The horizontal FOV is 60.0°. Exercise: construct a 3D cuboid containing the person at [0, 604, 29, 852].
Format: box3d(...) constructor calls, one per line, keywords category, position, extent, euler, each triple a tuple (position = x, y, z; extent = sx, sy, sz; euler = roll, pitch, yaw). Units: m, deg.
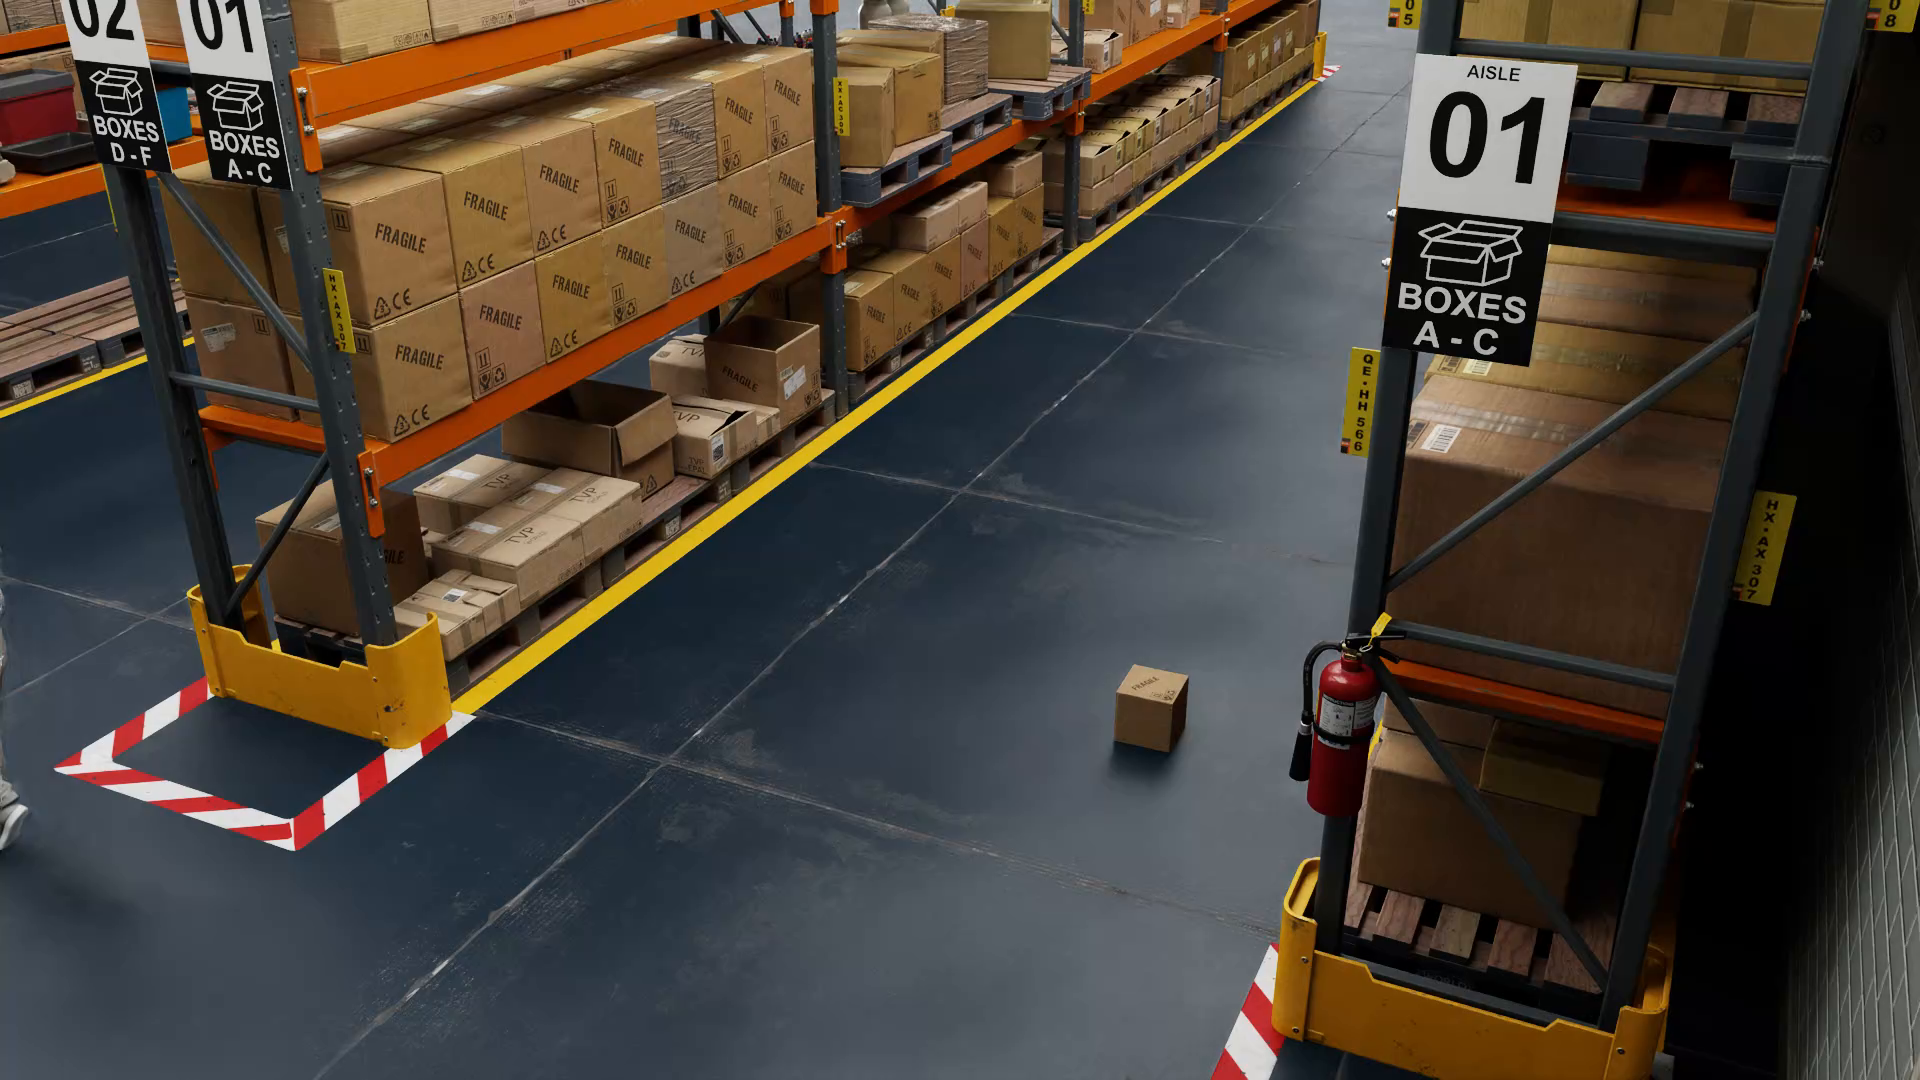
box3d(category="person", position=(-3.690, 0.468, 6.155), extent=(0.515, 1.578, 0.424), euler=(14, 30, 26))
